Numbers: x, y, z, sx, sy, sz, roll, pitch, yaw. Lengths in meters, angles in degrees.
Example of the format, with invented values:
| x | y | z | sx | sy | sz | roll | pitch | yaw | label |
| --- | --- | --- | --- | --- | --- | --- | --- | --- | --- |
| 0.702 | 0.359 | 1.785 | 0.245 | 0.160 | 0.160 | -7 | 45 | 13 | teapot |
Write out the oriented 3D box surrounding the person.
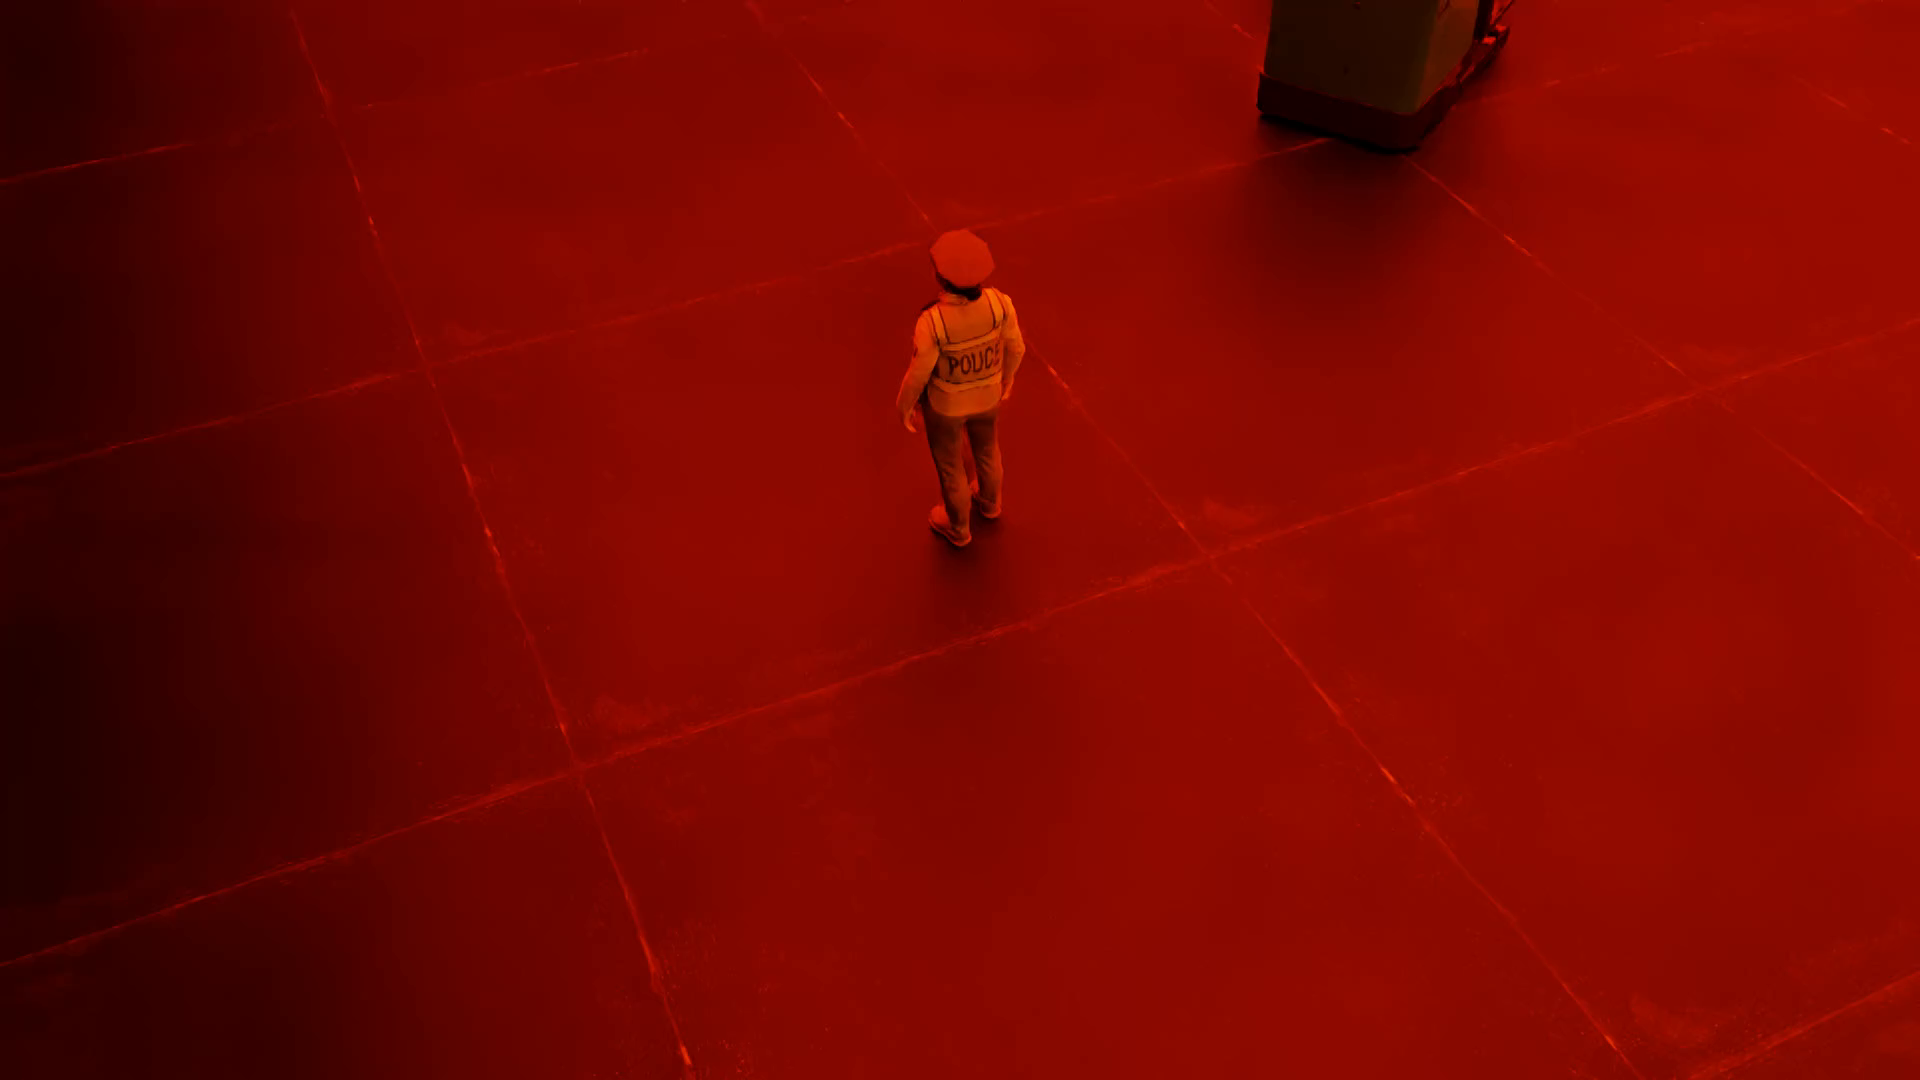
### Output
| x | y | z | sx | sy | sz | roll | pitch | yaw | label |
| --- | --- | --- | --- | --- | --- | --- | --- | --- | --- |
| -0.022 | -0.669 | 7.292 | 0.586 | 1.695 | 0.533 | -18 | 46 | -18 | person |

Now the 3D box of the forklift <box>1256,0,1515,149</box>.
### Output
| x | y | z | sx | sy | sz | roll | pitch | yaw | label |
| --- | --- | --- | --- | --- | --- | --- | --- | --- | --- |
| 3.118 | -4.486 | 10.487 | 1.130 | 2.935 | 3.031 | 23 | 48 | 23 | forklift |
